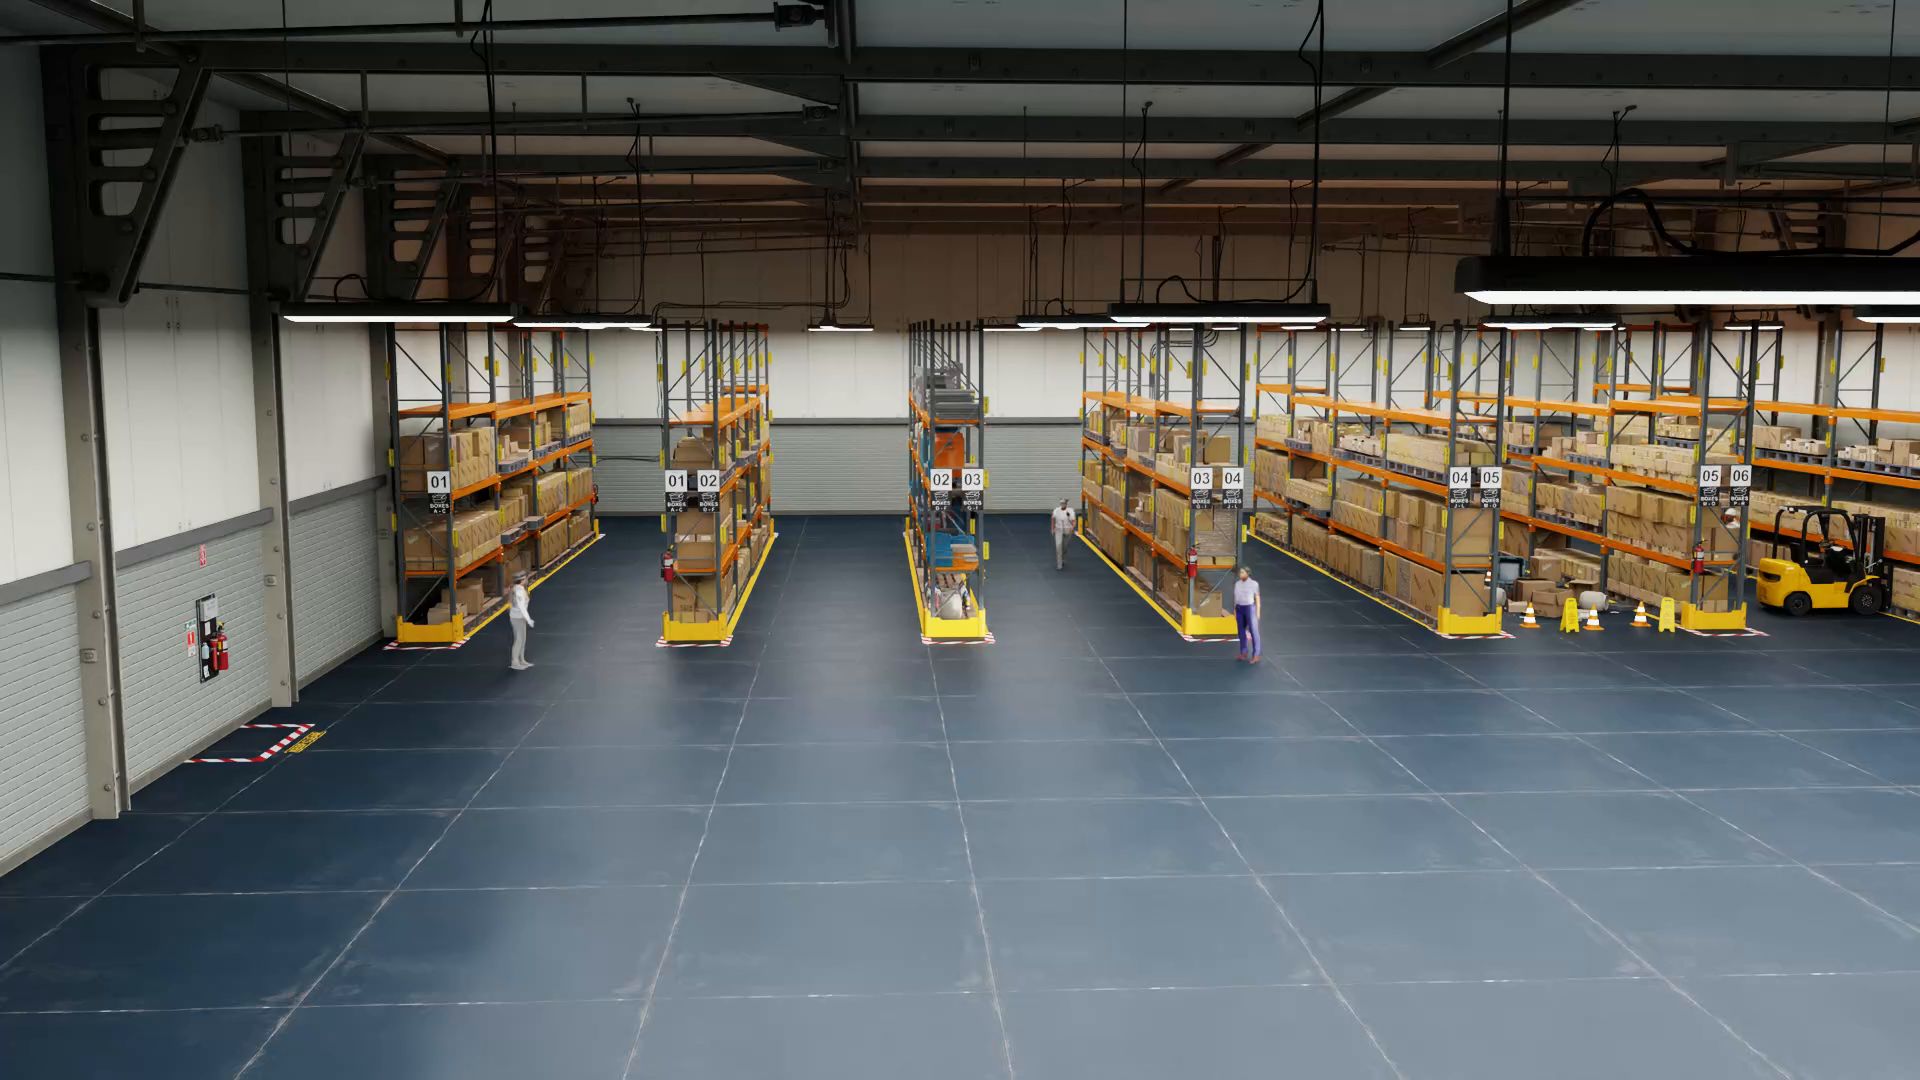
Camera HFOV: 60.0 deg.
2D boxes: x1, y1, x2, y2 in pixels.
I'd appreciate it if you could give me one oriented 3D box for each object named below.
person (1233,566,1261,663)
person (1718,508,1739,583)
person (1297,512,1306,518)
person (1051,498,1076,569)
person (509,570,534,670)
[{"bbox_3d":[5.048,1.307,29.321,0.581,1.654,0.414,6,9,40],"label":"person"},{"bbox_3d":[17.683,0.137,38.311,0.632,1.756,0.614,6,9,41],"label":"person"},{"bbox_3d":[9.774,-1.212,48.938,1.033,1.718,0.714,2,7,12],"label":"person"},{"bbox_3d":[2.573,-0.188,41.109,0.586,1.748,0.985,0,7,-3],"label":"person"},{"bbox_3d":[-7.525,1.376,28.573,0.443,1.694,0.511,-1,7,-9],"label":"person"}]
